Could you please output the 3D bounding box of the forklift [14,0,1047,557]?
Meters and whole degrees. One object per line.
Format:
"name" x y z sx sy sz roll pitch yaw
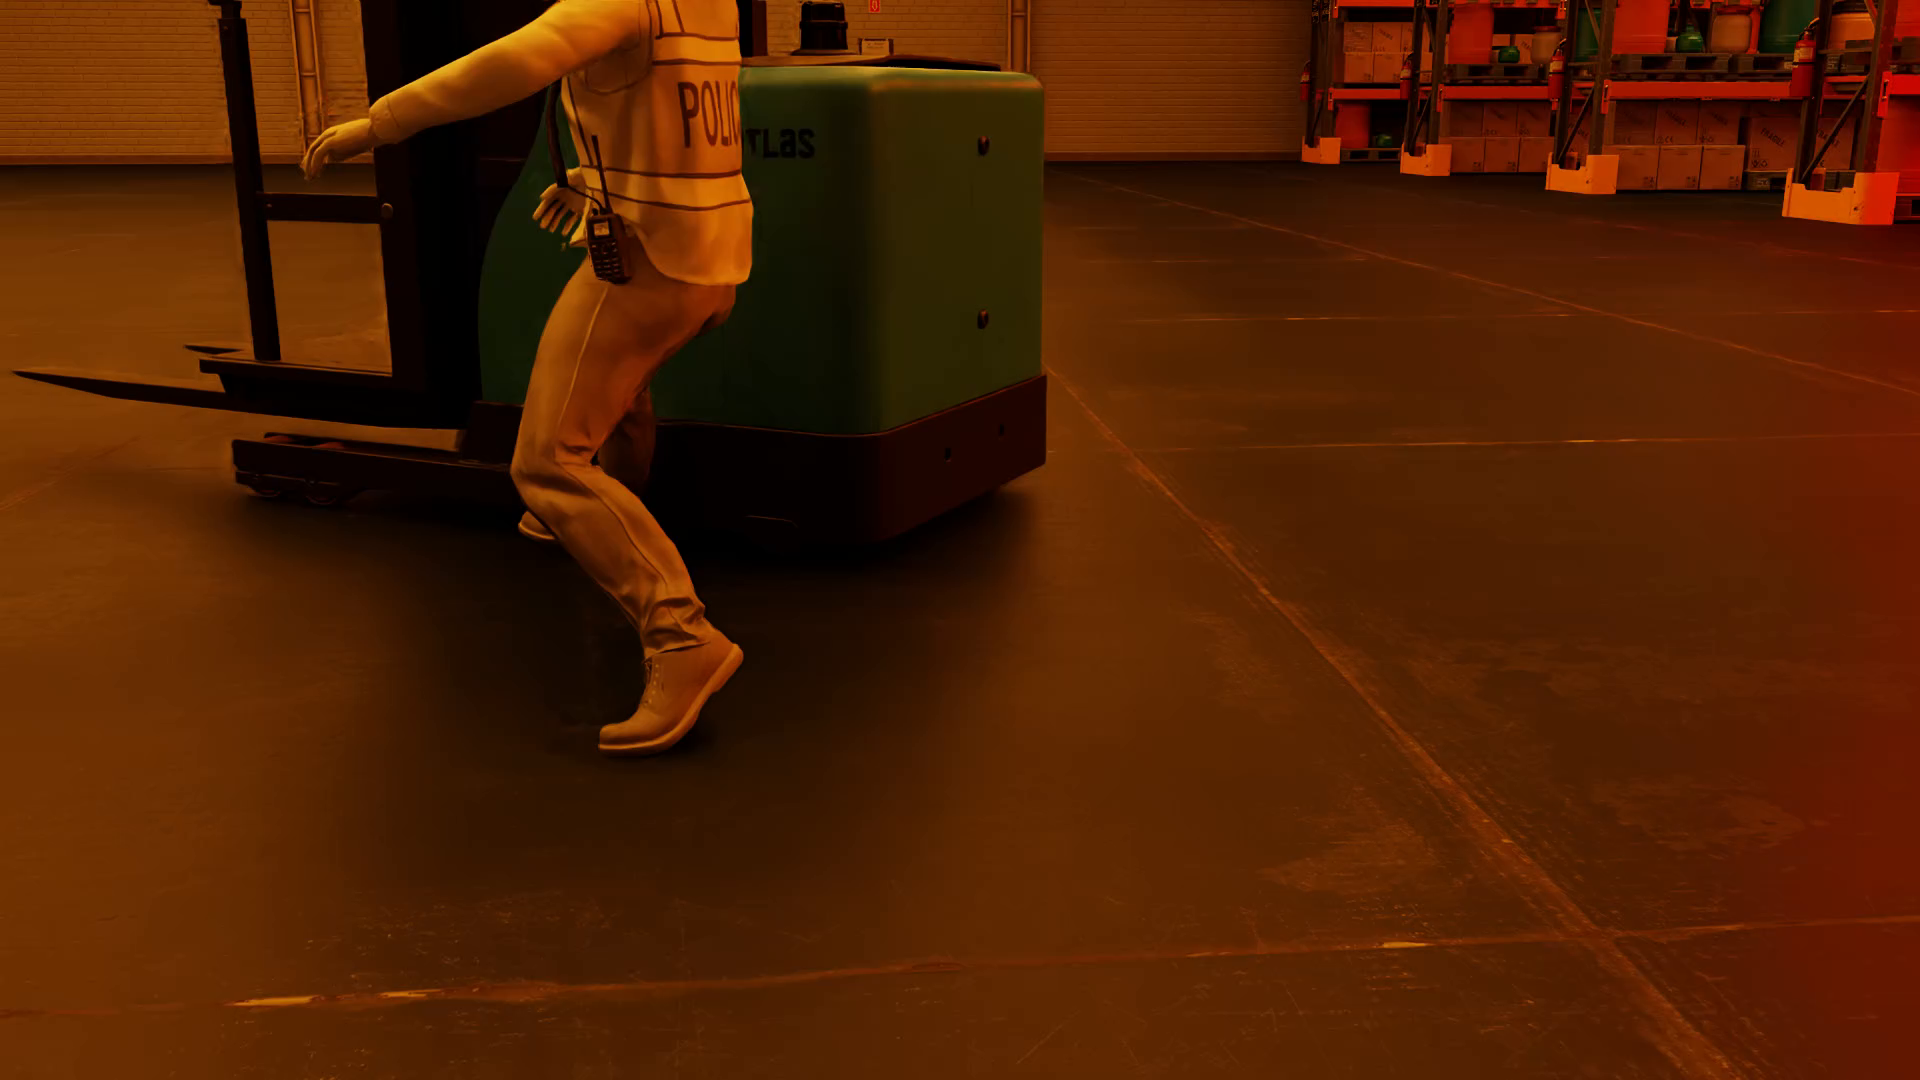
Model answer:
"forklift" -1.328 -1.616 4.320 3.031 2.935 1.130 7 16 25

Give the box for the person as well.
"person" -0.695 -0.529 3.059 0.917 1.503 1.160 4 15 15
